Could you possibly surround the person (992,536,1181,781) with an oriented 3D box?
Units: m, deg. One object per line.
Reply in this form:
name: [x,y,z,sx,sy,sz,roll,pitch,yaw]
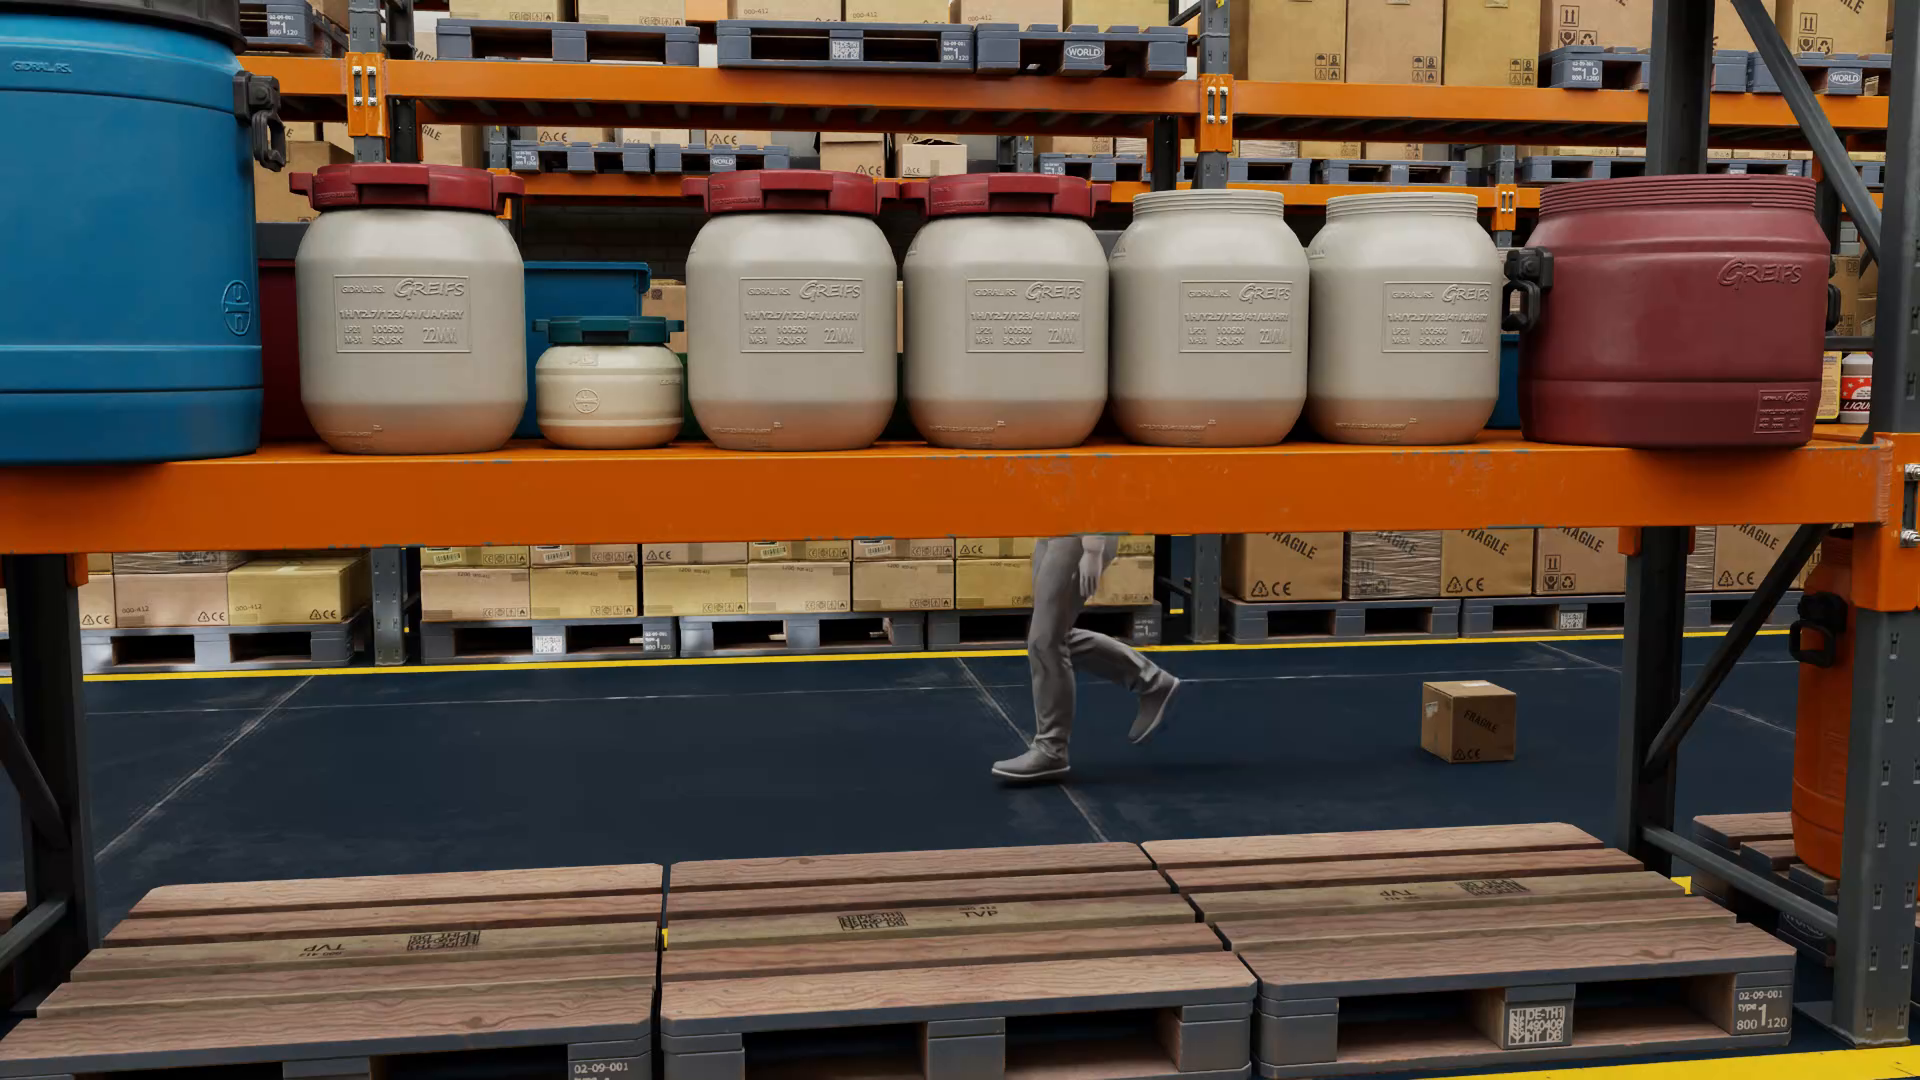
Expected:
person: [0.450,-0.020,5.770,0.732,1.662,0.495,-2,7,-14]
